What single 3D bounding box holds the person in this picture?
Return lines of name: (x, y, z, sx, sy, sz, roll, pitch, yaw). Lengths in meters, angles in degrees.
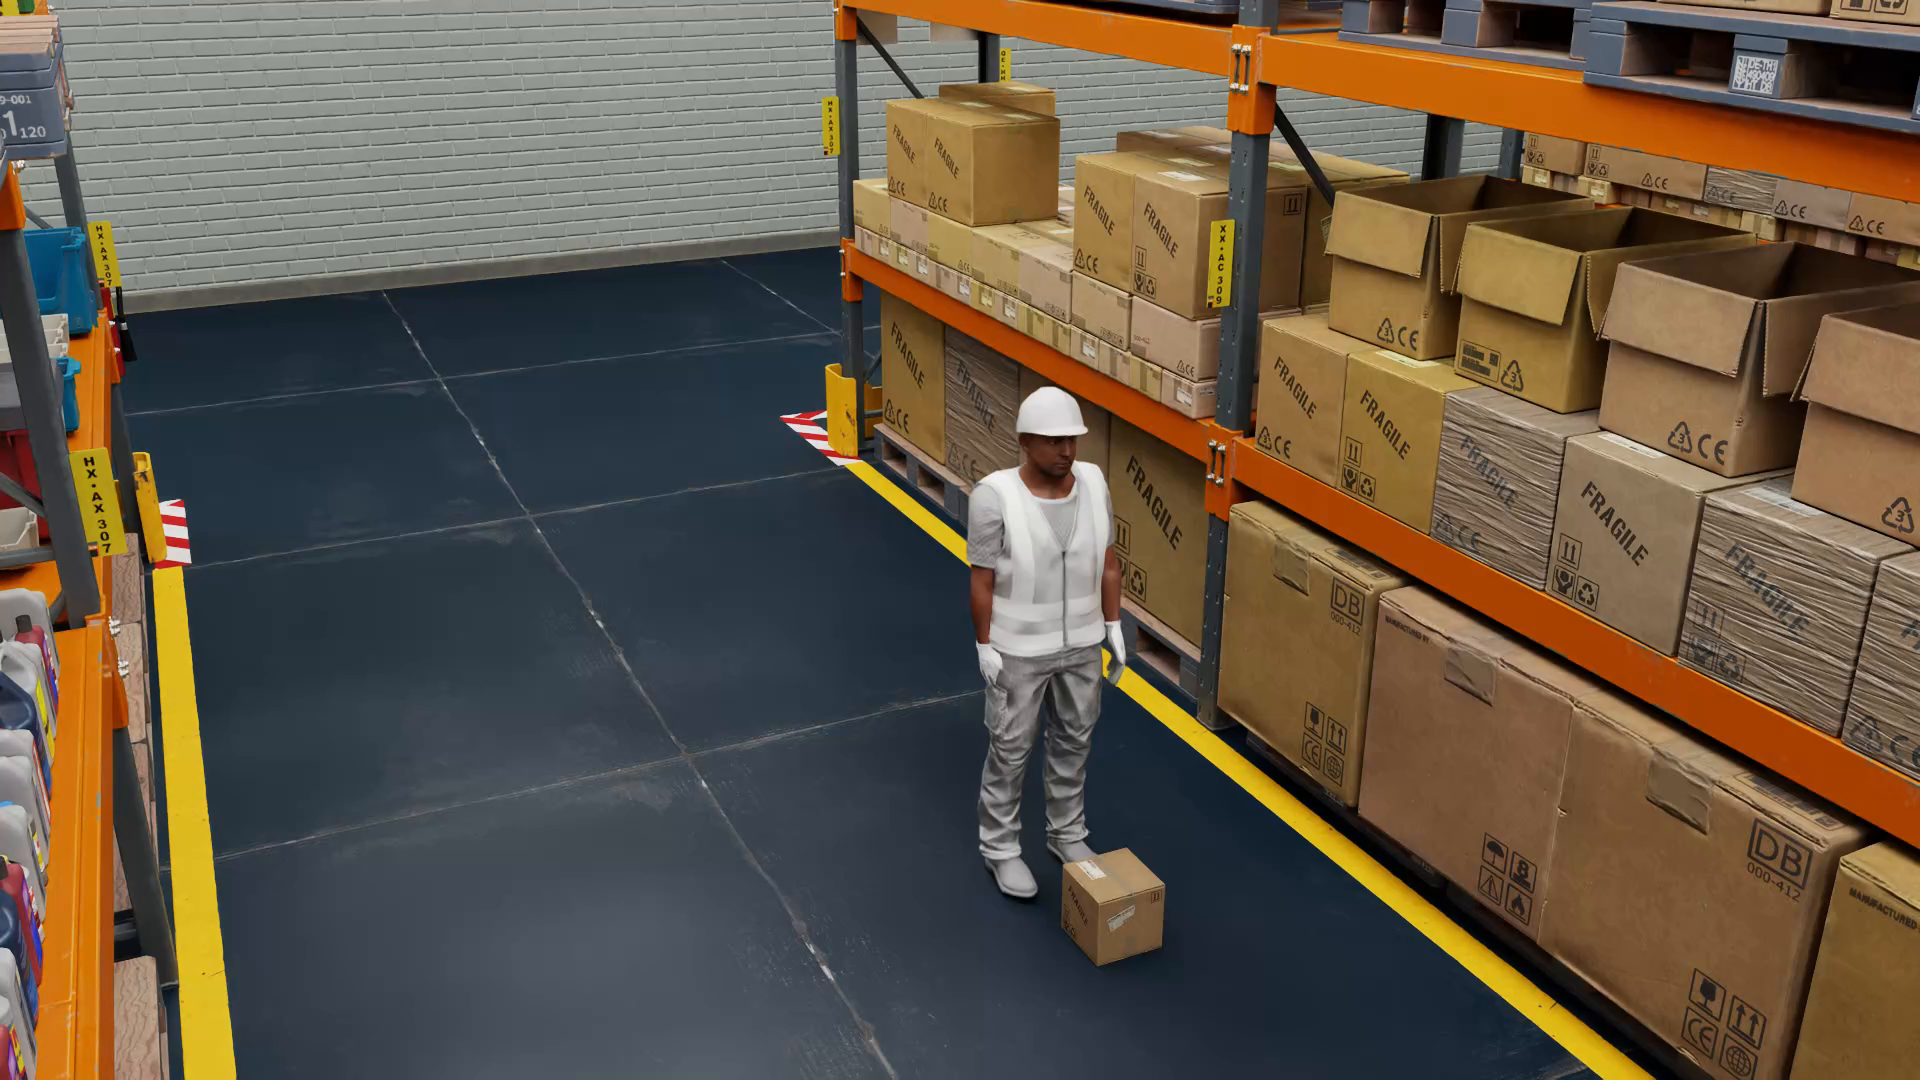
person: (0.302, 0.350, 5.685, 0.548, 1.787, 0.378, -10, 24, -23)
